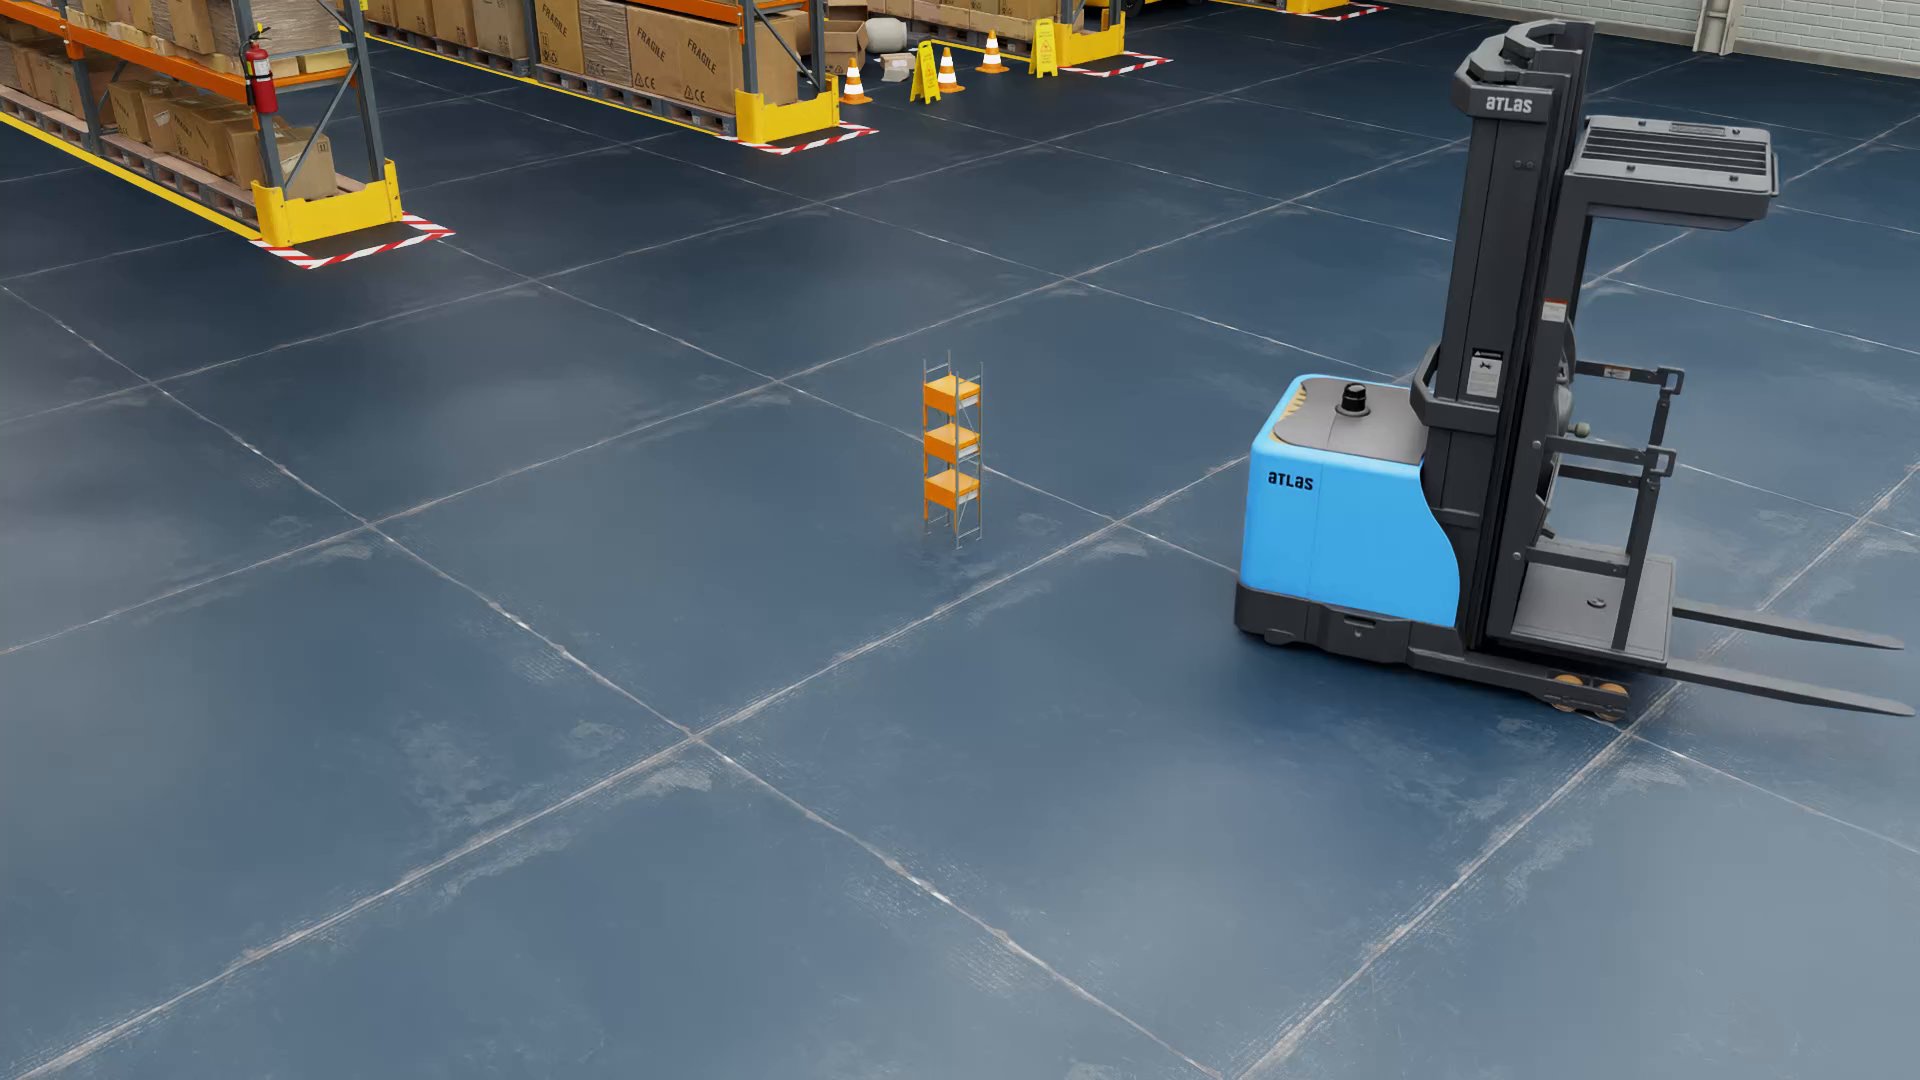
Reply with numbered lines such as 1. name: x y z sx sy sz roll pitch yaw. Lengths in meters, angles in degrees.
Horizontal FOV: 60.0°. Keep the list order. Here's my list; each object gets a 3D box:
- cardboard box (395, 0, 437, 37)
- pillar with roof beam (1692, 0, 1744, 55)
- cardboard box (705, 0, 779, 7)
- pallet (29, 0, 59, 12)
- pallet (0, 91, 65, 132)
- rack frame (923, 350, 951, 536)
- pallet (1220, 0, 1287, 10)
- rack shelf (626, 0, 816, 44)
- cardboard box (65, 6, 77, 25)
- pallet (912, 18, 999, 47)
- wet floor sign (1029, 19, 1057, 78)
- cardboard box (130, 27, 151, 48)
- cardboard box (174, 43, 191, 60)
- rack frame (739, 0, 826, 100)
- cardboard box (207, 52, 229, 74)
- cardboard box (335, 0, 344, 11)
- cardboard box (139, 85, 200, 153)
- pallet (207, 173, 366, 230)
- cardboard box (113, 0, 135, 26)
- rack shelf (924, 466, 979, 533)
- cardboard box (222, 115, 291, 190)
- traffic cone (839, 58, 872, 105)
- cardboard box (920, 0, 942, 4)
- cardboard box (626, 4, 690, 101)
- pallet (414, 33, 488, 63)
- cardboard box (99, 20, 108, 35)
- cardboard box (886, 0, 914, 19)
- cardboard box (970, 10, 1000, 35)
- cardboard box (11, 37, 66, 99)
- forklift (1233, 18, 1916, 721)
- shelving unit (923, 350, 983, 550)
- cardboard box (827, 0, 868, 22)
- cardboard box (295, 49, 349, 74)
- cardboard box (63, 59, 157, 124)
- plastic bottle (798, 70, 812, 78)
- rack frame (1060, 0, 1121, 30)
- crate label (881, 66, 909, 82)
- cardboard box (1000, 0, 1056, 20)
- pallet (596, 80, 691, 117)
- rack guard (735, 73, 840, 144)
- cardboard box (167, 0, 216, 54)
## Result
1. cardboard box: -6.506 -6.886 21.089 1.050 0.750 0.750 -25 36 -38
2. pillar with roof beam: 6.473 -8.718 16.160 0.400 9.000 9.100 25 36 38
3. cardboard box: -2.094 -5.771 16.841 0.550 0.550 0.875 25 36 38
4. pallet: -8.643 -5.503 16.699 1.213 0.211 1.003 25 36 38
5. pallet: -9.630 -4.708 17.977 1.213 0.211 1.003 25 36 38
6. rack frame: -0.125 -0.522 9.115 0.008 1.050 0.200 25 36 38
7. pallet: 4.503 -7.924 24.093 1.213 0.211 1.003 25 36 38
8. rack shelf: -3.224 -5.933 18.082 4.000 0.370 1.077 25 36 38
9. cardboard box: -8.257 -5.009 15.824 0.250 0.149 0.380 25 36 38
10. pallet: 0.126 -6.740 21.840 1.213 0.211 1.003 25 36 38
11. wet floor sign: 0.986 -5.815 19.616 0.267 0.644 0.232 -13 30 -22
12. cardboard box: -7.178 -4.524 14.901 0.250 0.149 0.380 25 36 38
13. cardboard box: -6.598 -4.301 14.477 0.250 0.149 0.380 25 36 38
14. rack frame: -1.798 -5.598 16.674 0.127 3.000 1.000 25 36 38
15. cardboard box: -6.087 -4.045 13.989 0.250 0.149 0.380 25 36 38
16. cardboard box: -8.155 -7.416 22.366 0.500 0.500 0.500 24 36 38
17. cardboard box: -7.529 -4.042 15.948 0.500 0.500 0.500 -13 31 -24
18. pallet: -5.956 -3.053 14.829 1.213 0.211 1.003 25 36 38
19. cardboard box: -7.163 -4.995 15.098 0.500 0.500 0.875 25 36 38
20. rack shelf: -0.038 -0.227 9.173 0.240 0.259 0.215 25 36 38
21. cardboard box: -6.231 -3.458 14.838 0.500 0.500 0.500 -15 31 -27
22. traffic cone: -1.181 -5.120 18.490 0.334 0.463 0.336 25 36 38
23. cardboard box: -0.262 -7.257 21.527 0.500 0.500 0.500 -23 35 -37
24. cardboard box: -2.957 -5.330 17.994 0.875 0.875 0.875 24 36 38
25. pallet: -6.127 -6.294 20.993 1.213 0.211 1.003 25 36 38
26. cardboard box: -7.705 -4.773 15.373 0.250 0.149 0.380 25 36 38
27. cardboard box: -0.632 -7.096 22.024 0.500 0.250 0.500 -23 35 -36
28. cardboard box: 0.472 -6.589 21.061 0.500 0.250 0.500 25 37 39
29. cardboard box: -9.747 -5.113 17.963 0.700 0.500 0.500 -22 35 -35
30. forklift: 2.935 -0.747 7.522 3.031 2.935 1.130 11 30 20
31. shelving unit: -0.038 -0.482 9.039 0.252 1.050 0.215 25 36 38
32. cardboard box: -1.442 -6.673 21.400 0.500 0.500 0.500 -3 28 -5
33. cardboard box: -5.383 -4.046 13.992 0.250 0.149 0.380 25 36 38
34. cardboard box: -8.622 -4.586 16.962 0.500 0.500 0.700 21 34 35
35. plastic bottle: -1.801 -5.514 19.671 0.283 0.061 0.133 12 30 22
36. rack frame: 1.601 -7.274 19.861 0.127 3.000 1.000 25 36 38
37. crate label: -0.750 -5.476 19.517 0.298 0.136 0.250 7 29 13
38. cardboard box: 0.846 -6.750 20.561 0.500 0.500 0.500 25 37 39
39. pallet: -3.289 -4.997 18.527 1.213 0.211 1.003 25 36 38
40. rack guard: -1.781 -4.484 17.241 0.348 0.500 1.175 25 36 38
41. cardboard box: -6.161 -4.473 14.107 0.500 0.500 0.875 25 36 38
